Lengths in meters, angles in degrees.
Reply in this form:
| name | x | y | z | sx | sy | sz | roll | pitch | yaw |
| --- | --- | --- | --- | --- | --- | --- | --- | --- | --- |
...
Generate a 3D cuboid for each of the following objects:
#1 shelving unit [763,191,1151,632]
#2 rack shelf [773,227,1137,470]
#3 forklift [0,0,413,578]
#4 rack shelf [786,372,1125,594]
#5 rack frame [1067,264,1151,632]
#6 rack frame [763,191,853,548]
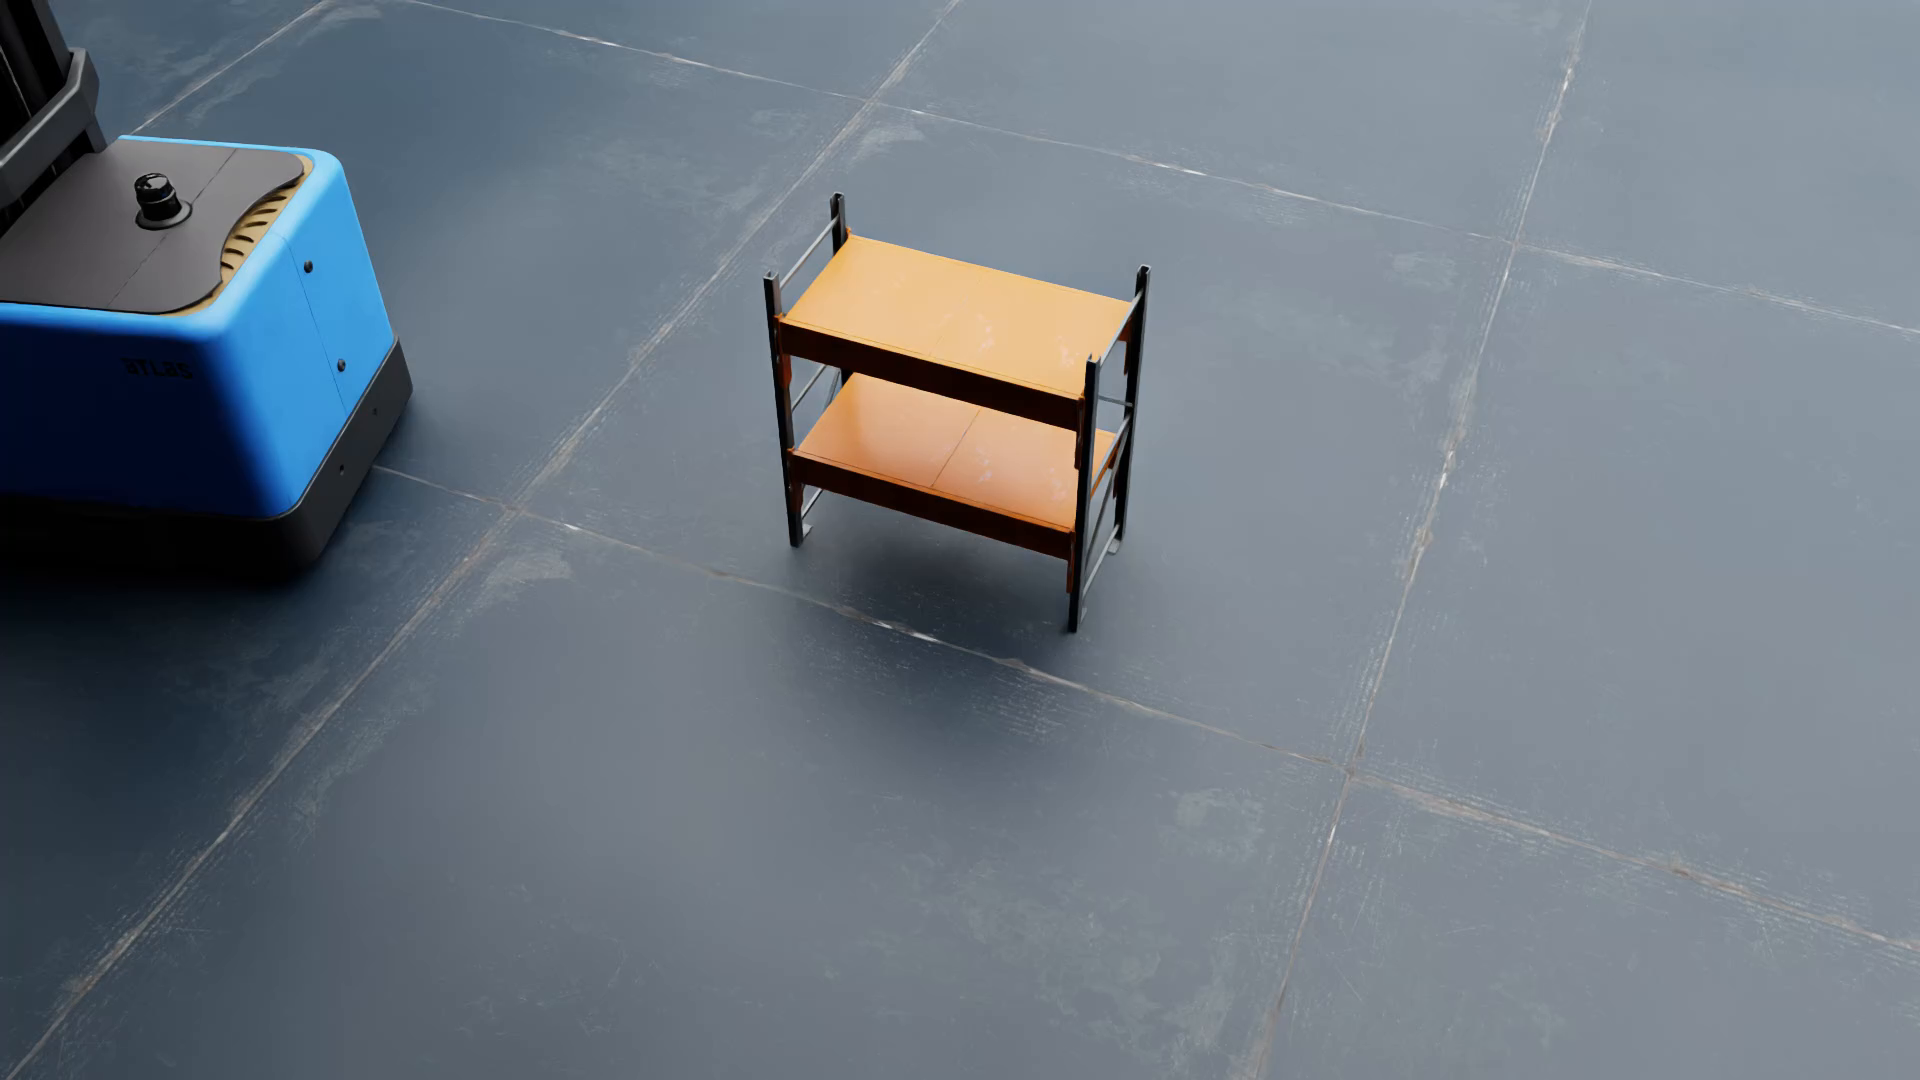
| name | x | y | z | sx | sy | sz | roll | pitch | yaw |
| --- | --- | --- | --- | --- | --- | --- | --- | --- | --- |
| shelving unit | -0.006 | -0.401 | 5.355 | 1.048 | 1.125 | 0.538 | 16 | 47 | 16 |
| rack shelf | -0.006 | -0.608 | 5.149 | 1.000 | 0.278 | 0.538 | 16 | 47 | 16 |
| forklift | -3.599 | -1.377 | 5.056 | 3.031 | 2.935 | 1.130 | 5 | 45 | 5 |
| rack shelf | -0.006 | -0.227 | 5.528 | 1.000 | 0.278 | 0.538 | 16 | 47 | 16 |
| rack frame | 0.463 | -0.263 | 5.216 | 0.032 | 1.125 | 0.500 | 16 | 47 | 16 |
| rack frame | -0.475 | -0.539 | 5.494 | 0.032 | 1.125 | 0.500 | 16 | 47 | 16 |
